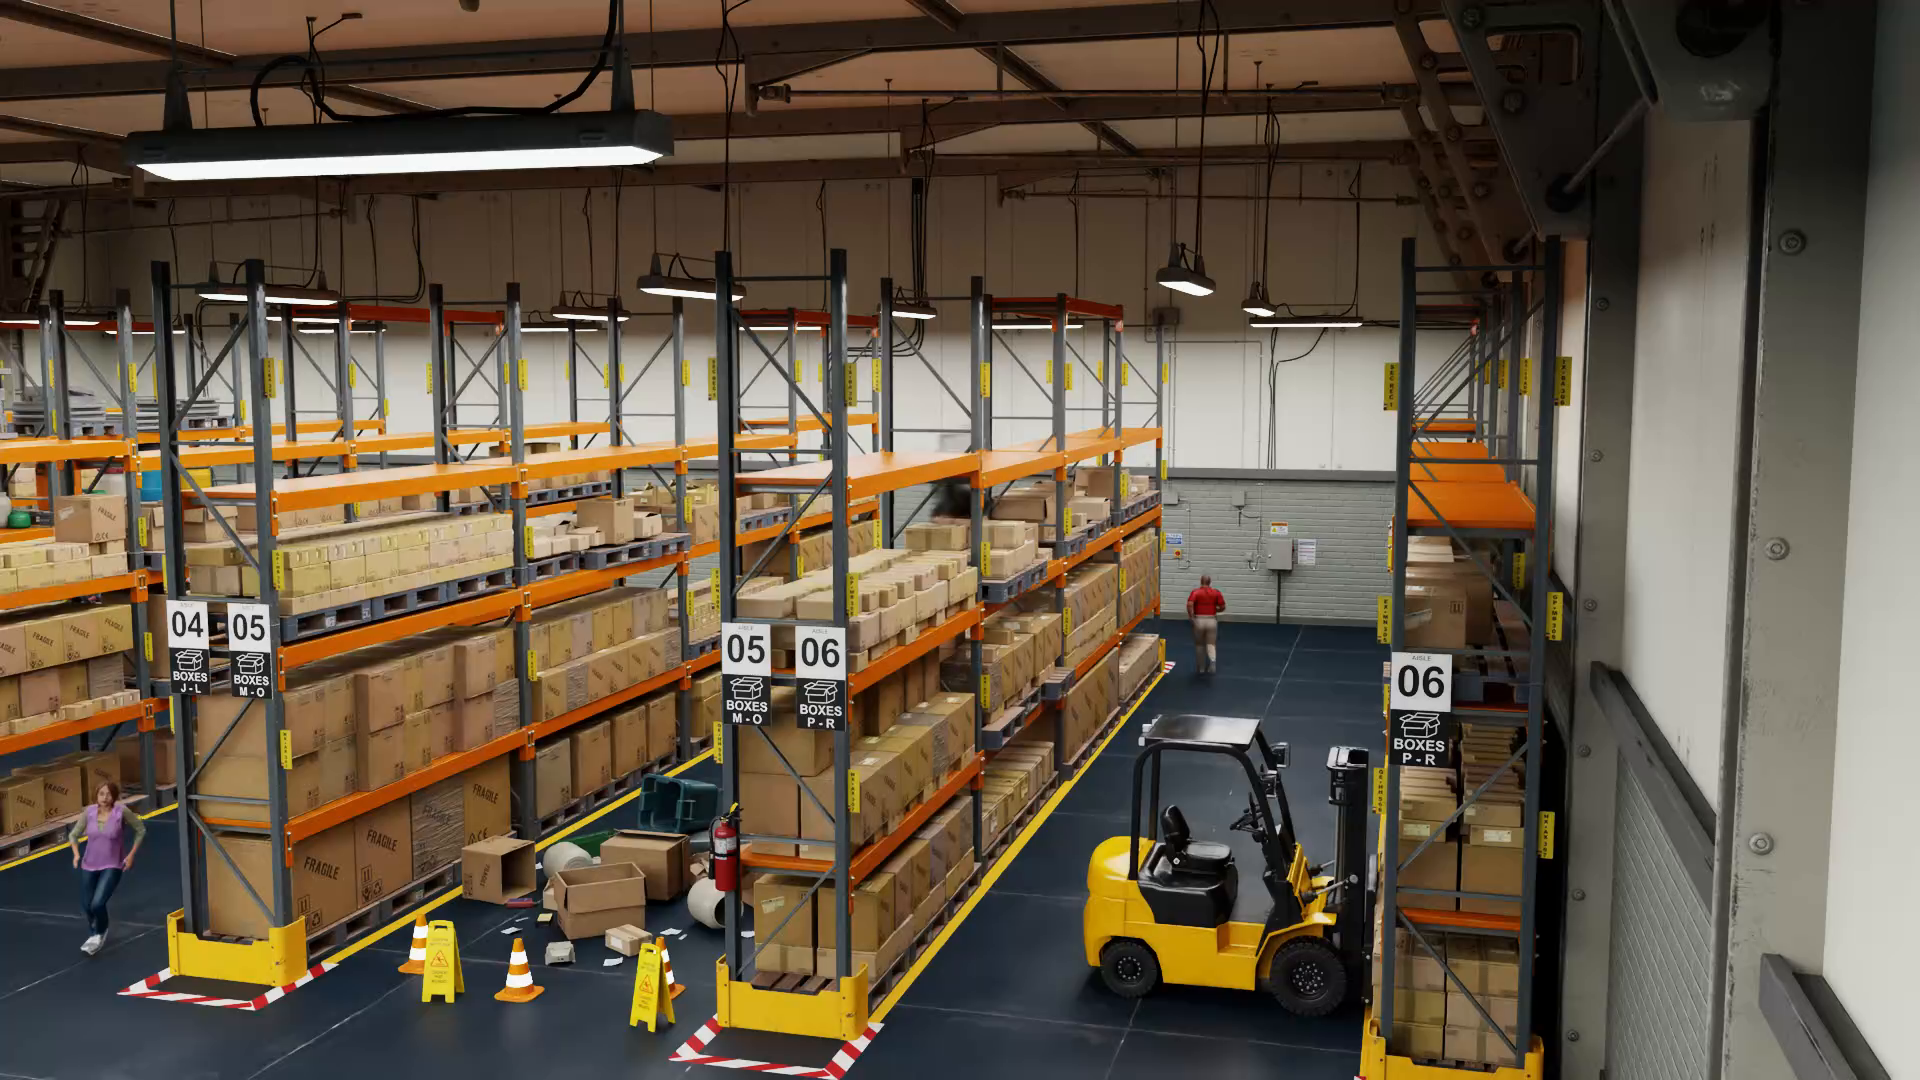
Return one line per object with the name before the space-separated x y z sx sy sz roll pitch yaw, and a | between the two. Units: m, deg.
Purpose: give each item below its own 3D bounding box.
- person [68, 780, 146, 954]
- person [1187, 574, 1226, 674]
person | -7.462 2.856 14.511 0.590 1.545 0.562 0 6 -5
person | 4.054 1.412 27.499 0.658 1.713 0.938 0 6 2
